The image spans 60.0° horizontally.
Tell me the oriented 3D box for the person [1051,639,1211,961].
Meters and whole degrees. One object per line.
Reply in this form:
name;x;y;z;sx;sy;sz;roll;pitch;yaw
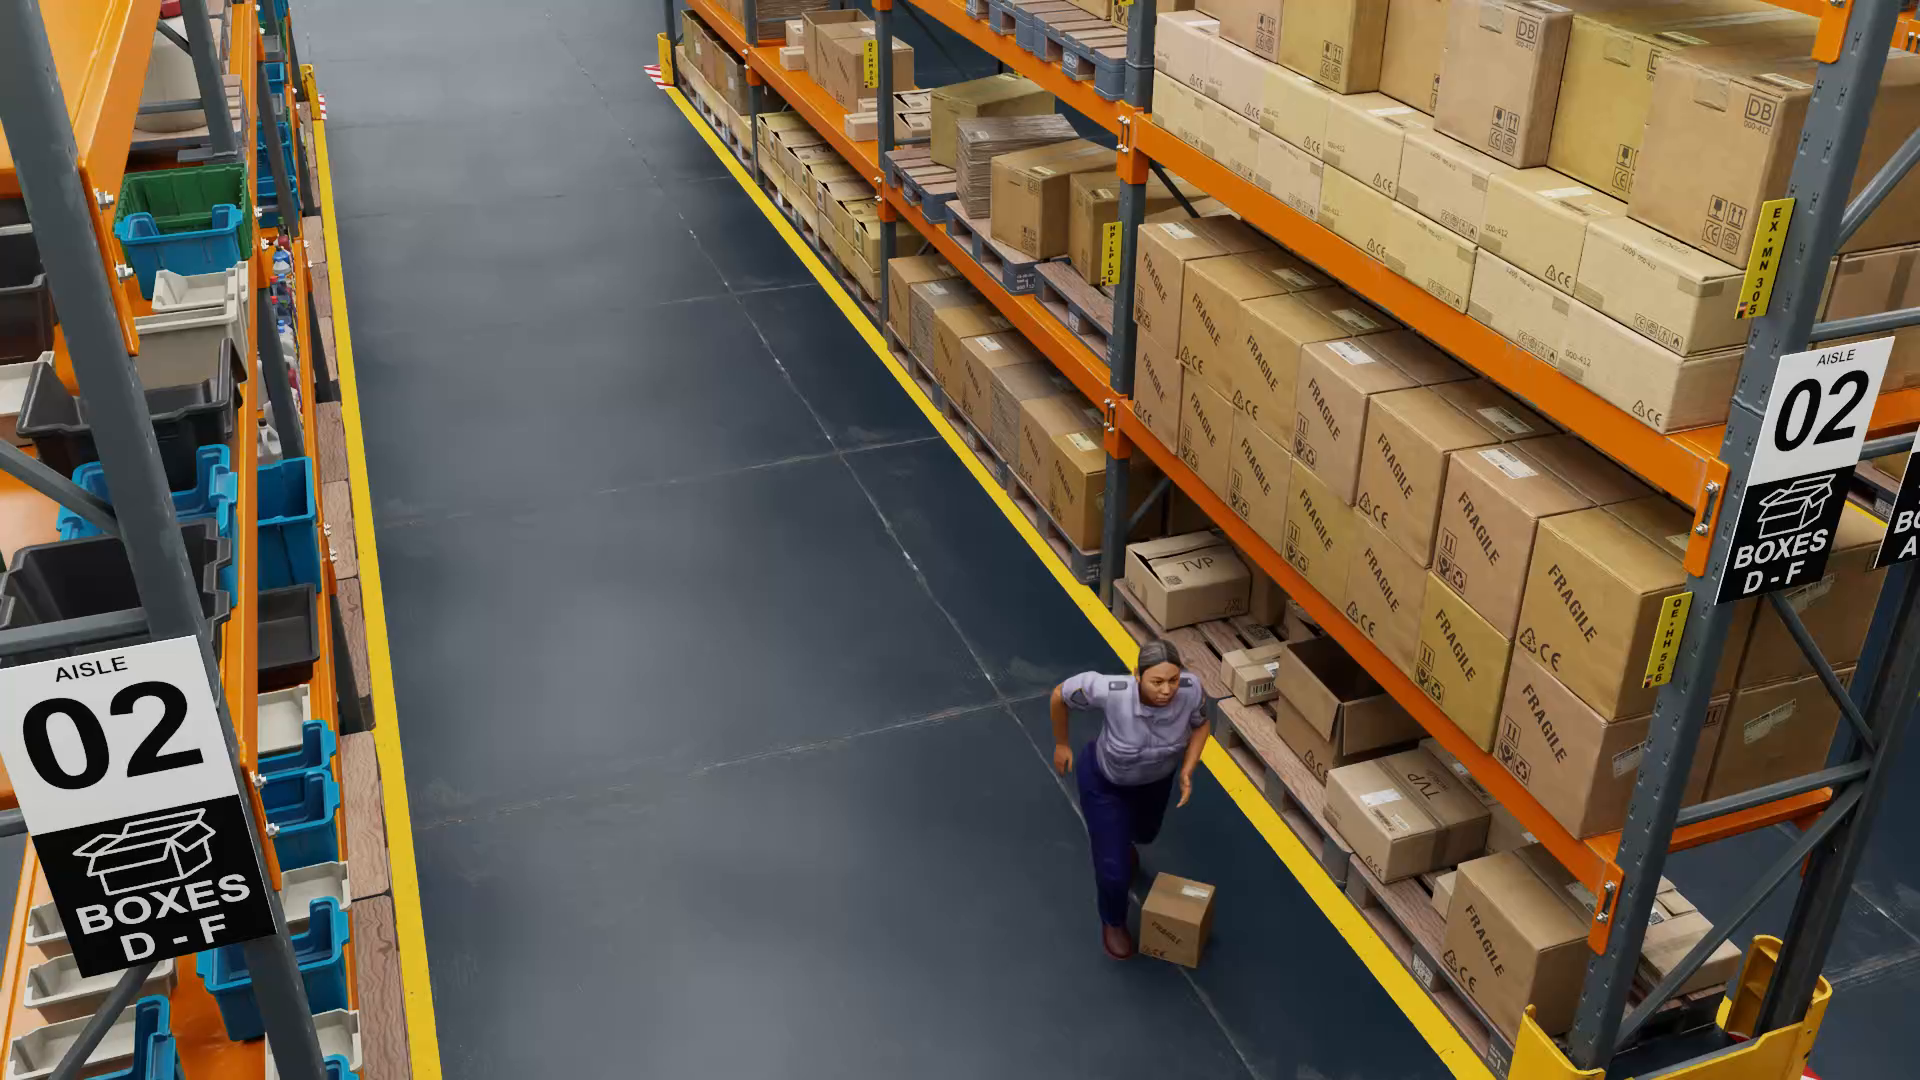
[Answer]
person;0.660;0.952;6.804;0.595;1.570;0.891;-10;32;-17
